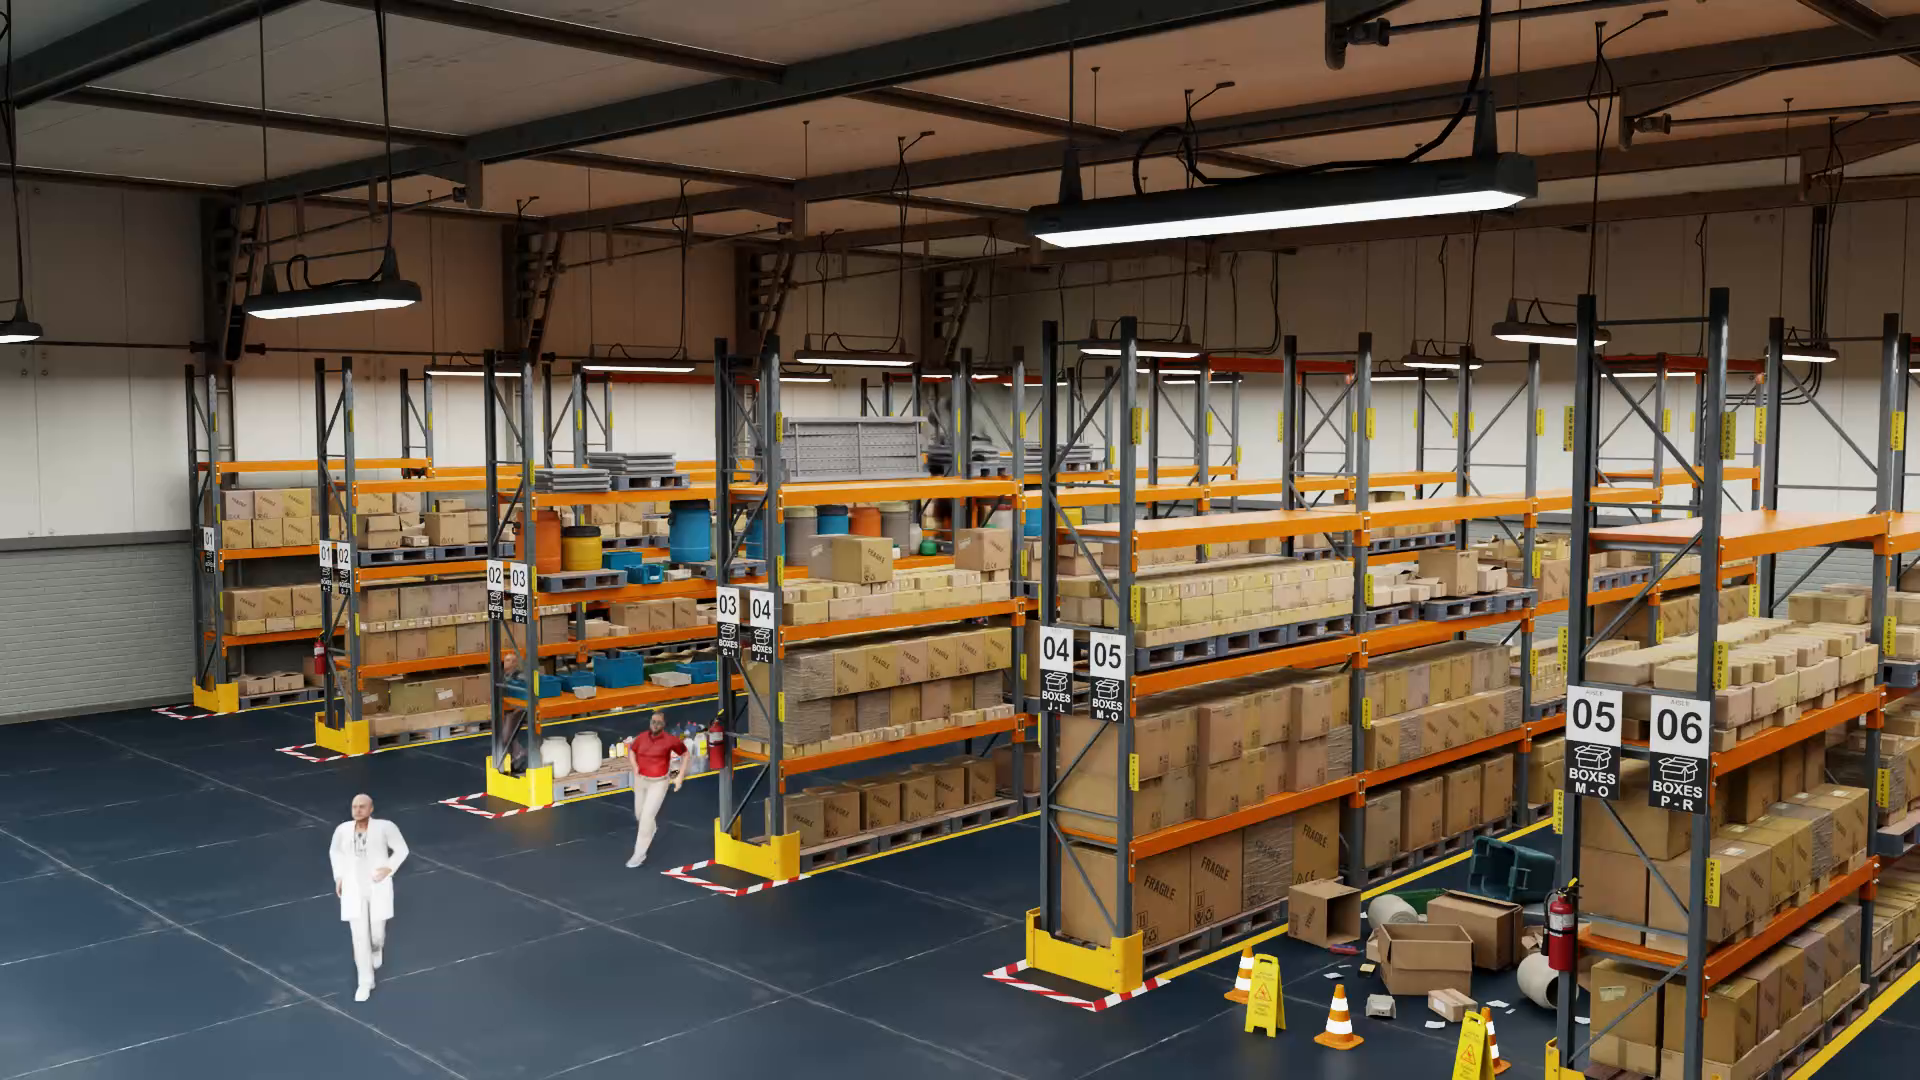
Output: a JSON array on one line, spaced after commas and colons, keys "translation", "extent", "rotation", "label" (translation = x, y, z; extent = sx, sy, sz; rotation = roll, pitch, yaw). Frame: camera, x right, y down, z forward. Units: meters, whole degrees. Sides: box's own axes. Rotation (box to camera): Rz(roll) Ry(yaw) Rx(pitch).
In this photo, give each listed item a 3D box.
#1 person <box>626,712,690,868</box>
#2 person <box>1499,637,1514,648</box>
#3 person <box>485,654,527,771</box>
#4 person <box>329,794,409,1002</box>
[{"translation": [-3.518, 2.836, 19.224], "extent": [0.745, 1.729, 0.904], "rotation": [1, 5, 18], "label": "person"}, {"translation": [8.169, 2.351, 24.909], "extent": [0.674, 1.801, 0.893], "rotation": [3, 5, 37], "label": "person"}, {"translation": [-6.499, 2.486, 23.866], "extent": [0.644, 1.692, 0.610], "rotation": [2, 5, 27], "label": "person"}, {"translation": [-5.313, 3.151, 14.936], "extent": [0.704, 1.775, 0.858], "rotation": [-1, 4, -10], "label": "person"}]
